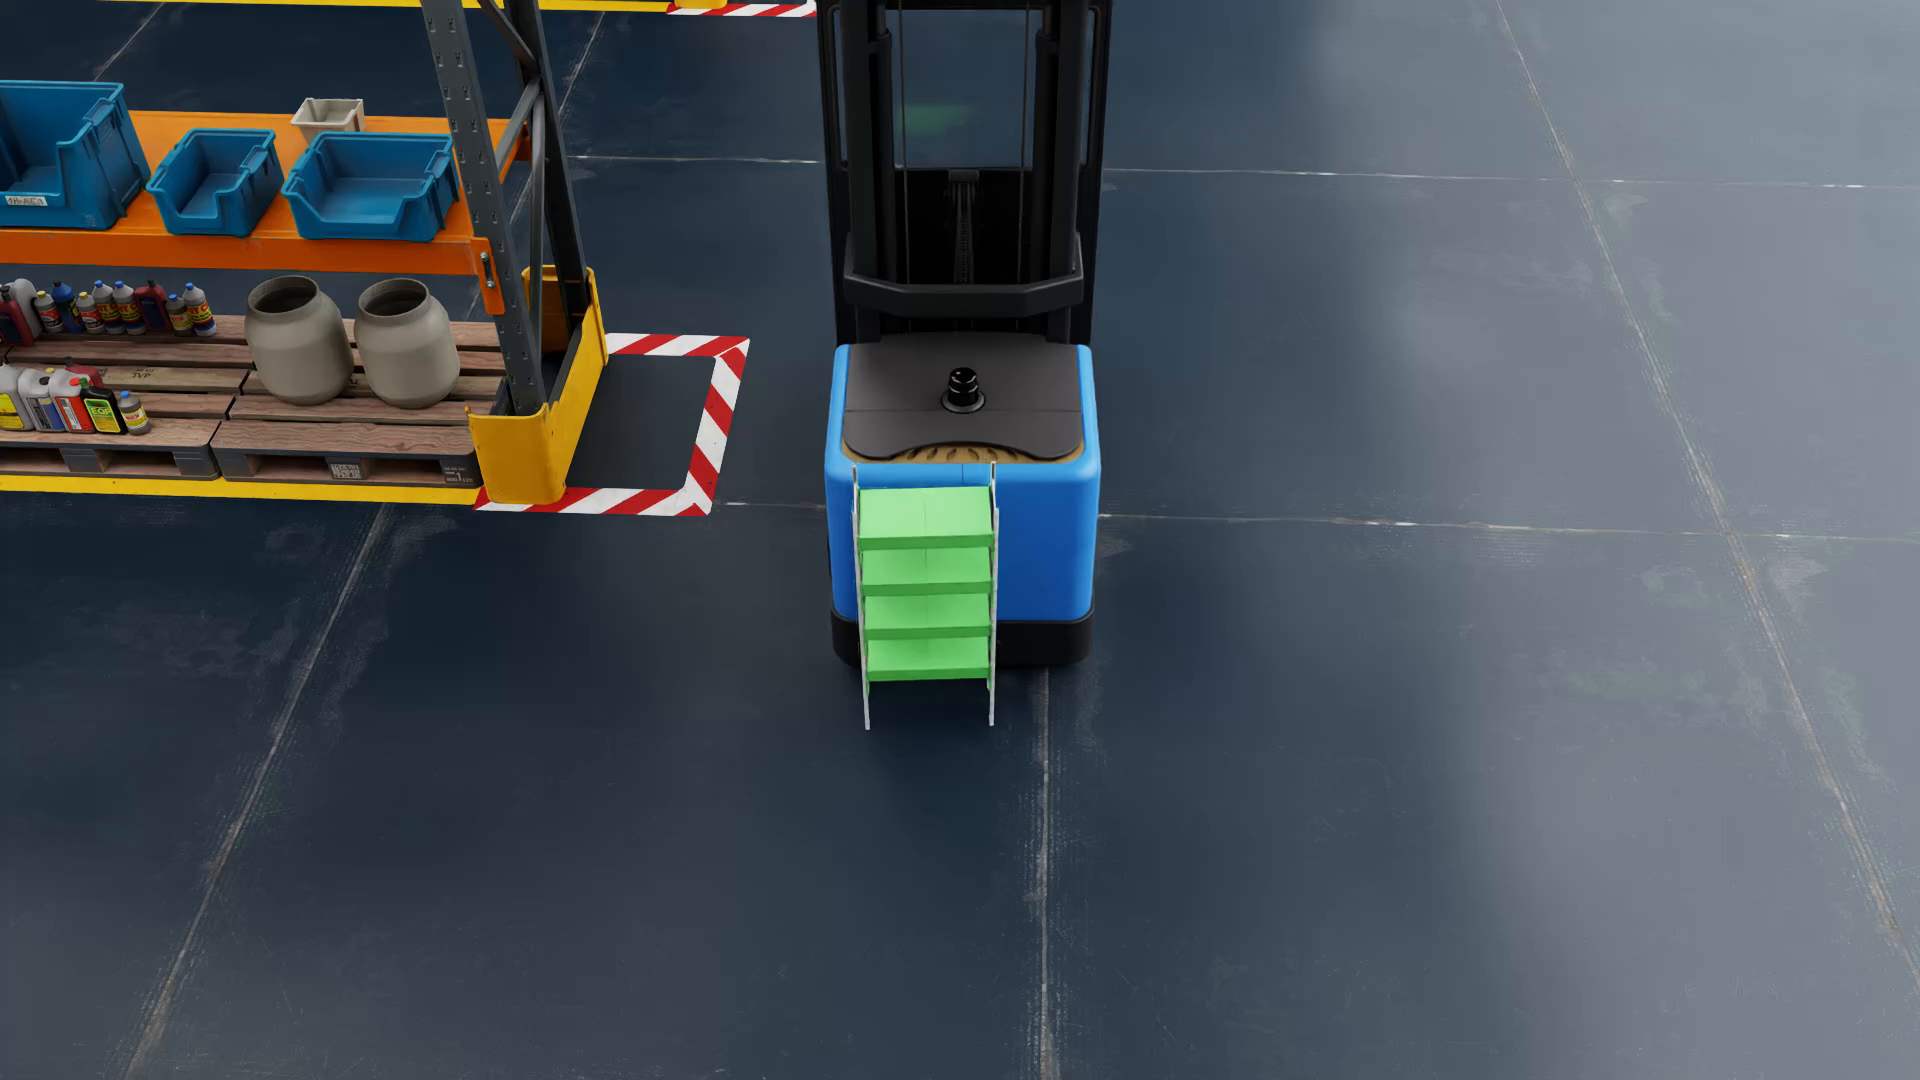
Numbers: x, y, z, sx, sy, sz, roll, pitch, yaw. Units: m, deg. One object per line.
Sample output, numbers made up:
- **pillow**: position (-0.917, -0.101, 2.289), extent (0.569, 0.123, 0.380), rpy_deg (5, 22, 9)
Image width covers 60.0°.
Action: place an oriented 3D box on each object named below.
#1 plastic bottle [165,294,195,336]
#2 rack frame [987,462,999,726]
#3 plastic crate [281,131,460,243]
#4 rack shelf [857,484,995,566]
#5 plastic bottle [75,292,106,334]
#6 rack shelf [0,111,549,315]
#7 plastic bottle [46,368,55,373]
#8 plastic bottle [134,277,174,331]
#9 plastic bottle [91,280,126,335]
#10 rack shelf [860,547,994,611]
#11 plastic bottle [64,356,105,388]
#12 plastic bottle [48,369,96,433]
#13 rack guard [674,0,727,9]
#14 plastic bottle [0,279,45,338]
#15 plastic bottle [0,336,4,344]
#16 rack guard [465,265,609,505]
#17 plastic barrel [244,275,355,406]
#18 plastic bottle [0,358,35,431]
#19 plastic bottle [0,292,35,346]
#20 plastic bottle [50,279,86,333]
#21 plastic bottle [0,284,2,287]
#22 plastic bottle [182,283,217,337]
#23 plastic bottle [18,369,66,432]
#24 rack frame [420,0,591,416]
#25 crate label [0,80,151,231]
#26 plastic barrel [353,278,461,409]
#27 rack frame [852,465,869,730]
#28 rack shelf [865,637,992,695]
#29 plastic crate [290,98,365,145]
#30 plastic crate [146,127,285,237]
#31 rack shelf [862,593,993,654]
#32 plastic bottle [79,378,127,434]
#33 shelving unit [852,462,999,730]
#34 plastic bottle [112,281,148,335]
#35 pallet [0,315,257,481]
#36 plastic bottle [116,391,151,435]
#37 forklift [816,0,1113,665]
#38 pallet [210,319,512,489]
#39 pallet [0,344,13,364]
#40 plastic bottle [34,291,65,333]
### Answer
- **plastic bottle**: position (-3.775, -1.095, 8.041), extent (0.097, 0.201, 0.097), rpy_deg (0, 43, 0)
- **rack frame**: position (0.121, 0.228, 6.201), extent (0.015, 1.200, 0.240), rpy_deg (-2, 46, -2)
- **plastic crate**: position (-2.388, -1.444, 6.794), extent (0.616, 0.251, 0.499), rpy_deg (2, 43, 2)
- **rack shelf**: position (-0.123, -0.055, 5.895), extent (0.480, 0.148, 0.258), rpy_deg (-2, 46, -2)
- **plastic bottle**: position (-4.213, -1.109, 8.055), extent (0.097, 0.201, 0.097), rpy_deg (0, 43, 0)
- **rack shelf**: position (-3.872, -1.485, 7.257), extent (4.000, 0.370, 1.077), rpy_deg (2, 43, 2)
- **plastic bottle**: position (-4.131, -0.698, 7.614), extent (0.097, 0.201, 0.097), rpy_deg (0, 43, 0)
- **plastic bottle**: position (-3.897, -1.141, 8.030), extent (0.133, 0.283, 0.061), rpy_deg (2, 43, 3)
- **plastic bottle**: position (-4.114, -1.131, 8.028), extent (0.097, 0.271, 0.097), rpy_deg (0, 43, 0)
- **rack shelf**: position (-0.123, 0.112, 6.067), extent (0.480, 0.148, 0.258), rpy_deg (-2, 46, -2)
- **plastic bottle**: position (-3.975, -0.711, 7.568), extent (0.133, 0.283, 0.061), rpy_deg (2, 43, 2)
- **plastic bottle**: position (-3.979, -0.636, 7.493), extent (0.135, 0.276, 0.152), rpy_deg (2, 43, 2)
- **rack guard**: position (-1.727, -4.147, 11.421), extent (0.348, 0.500, 1.175), rpy_deg (2, 43, 2)
- **plastic bottle**: position (-4.537, -1.127, 8.020), extent (0.135, 0.276, 0.152), rpy_deg (2, 43, 3)
- **plastic bottle**: position (-4.679, -1.067, 7.950), extent (0.133, 0.283, 0.061), rpy_deg (2, 43, 2)
- **rack guard**: position (-1.952, -0.743, 7.766), extent (0.348, 0.500, 1.175), rpy_deg (2, 43, 2)
- **plastic barrel**: position (-3.036, -0.914, 7.633), extent (0.421, 0.512, 0.421), rpy_deg (0, 43, 0)
- **plastic bottle**: position (-4.284, -0.670, 7.474), extent (0.185, 0.351, 0.144), rpy_deg (3, 43, 4)
- **plastic bottle**: position (-4.542, -1.057, 7.940), extent (0.133, 0.283, 0.061), rpy_deg (2, 43, 2)
- **plastic bottle**: position (-4.316, -1.137, 8.035), extent (0.097, 0.271, 0.097), rpy_deg (0, 43, 0)
- **plastic bottle**: position (-4.700, -1.162, 8.003), extent (0.185, 0.351, 0.144), rpy_deg (2, 43, 2)
- **plastic bottle**: position (-3.672, -1.118, 8.013), extent (0.097, 0.271, 0.097), rpy_deg (0, 43, 0)
- **plastic bottle**: position (-4.118, -0.640, 7.497), extent (0.135, 0.276, 0.152), rpy_deg (1, 43, 1)
- **rack frame**: position (-1.874, -1.687, 6.946), extent (0.127, 3.000, 1.000), rpy_deg (2, 43, 2)
- **crate label**: position (-3.725, -1.572, 6.797), extent (0.616, 0.435, 0.502), rpy_deg (2, 43, 2)
- **plastic barrel**: position (-2.535, -0.899, 7.616), extent (0.421, 0.512, 0.421), rpy_deg (0, 43, 0)
- **rack frame**: position (-0.367, 0.241, 6.187), extent (0.015, 1.200, 0.240), rpy_deg (-2, 46, -2)
- **rack shelf**: position (-0.124, 0.446, 6.412), extent (0.480, 0.148, 0.258), rpy_deg (-2, 46, -2)
- **plastic crate**: position (-2.754, -1.837, 7.300), extent (0.250, 0.136, 0.298), rpy_deg (2, 43, 2)
- **plastic crate**: position (-3.036, -1.468, 6.820), extent (0.408, 0.251, 0.499), rpy_deg (2, 43, 2)
- **rack shelf**: position (-0.123, 0.279, 6.240), extent (0.480, 0.148, 0.258), rpy_deg (-2, 46, -2)
- **plastic bottle**: position (-3.846, -0.603, 7.452), extent (0.133, 0.283, 0.061), rpy_deg (3, 43, 3)
- **shelving unit**: position (-0.123, 0.234, 6.194), extent (0.503, 1.200, 0.258), rpy_deg (-2, 46, -2)
- **plastic bottle**: position (-4.014, -1.128, 8.025), extent (0.097, 0.271, 0.097), rpy_deg (0, 43, 0)
- **pallet**: position (-3.979, -0.705, 7.937), extent (1.213, 0.211, 1.003), rpy_deg (2, 43, 2)
- **plastic bottle**: position (-3.729, -0.582, 7.490), extent (0.097, 0.201, 0.097), rpy_deg (0, 43, 0)
- **forklift**: position (0.016, -1.551, 6.850), extent (1.130, 2.935, 3.031), rpy_deg (0, 43, 0)
- **pallet**: position (-2.764, -0.666, 7.895), extent (1.213, 0.211, 1.003), rpy_deg (2, 43, 2)
- **pallet**: position (-5.201, -0.741, 7.975), extent (1.213, 0.211, 1.003), rpy_deg (2, 43, 2)
- **plastic bottle**: position (-4.418, -1.115, 8.062), extent (0.097, 0.201, 0.097), rpy_deg (0, 43, 0)
